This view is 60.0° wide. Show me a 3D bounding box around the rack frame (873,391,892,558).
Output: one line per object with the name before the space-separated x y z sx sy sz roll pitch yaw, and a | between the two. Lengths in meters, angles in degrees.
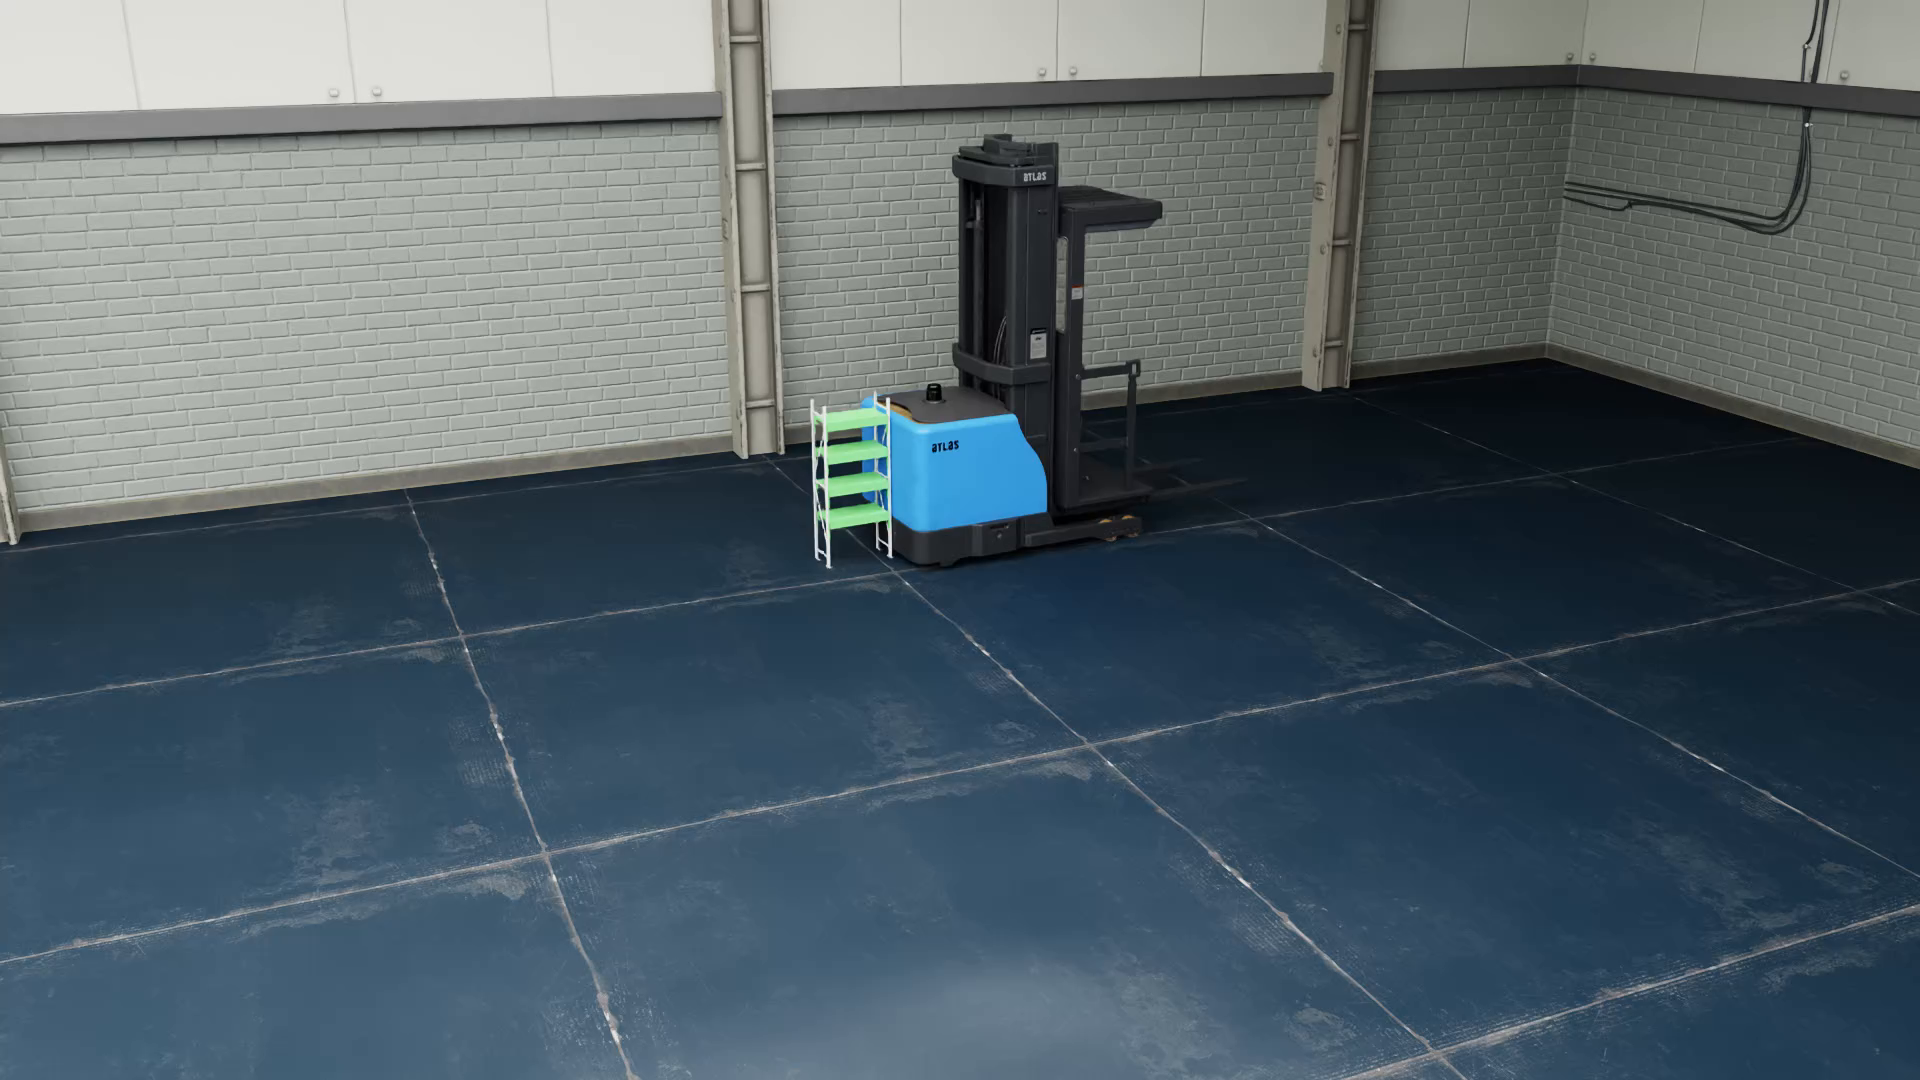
rack frame | -0.560 -0.468 12.045 0.015 1.200 0.240 -10 22 -26

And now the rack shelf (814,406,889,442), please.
rack shelf | -0.777 -0.823 11.801 0.480 0.148 0.258 -10 22 -26

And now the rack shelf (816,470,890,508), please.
rack shelf | -0.777 -0.371 11.960 0.480 0.148 0.258 -10 22 -26

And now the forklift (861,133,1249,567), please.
forklift | 0.803 -1.516 12.413 3.031 2.935 1.130 -10 22 -26

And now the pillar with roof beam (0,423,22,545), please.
pillar with roof beam | -5.588 -2.925 7.280 0.400 9.000 9.100 -8 21 -22

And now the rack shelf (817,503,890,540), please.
rack shelf | -0.777 -0.144 12.040 0.480 0.148 0.258 -10 22 -26

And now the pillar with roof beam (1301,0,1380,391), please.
pillar with roof beam | 5.431 -4.504 11.764 0.400 9.000 9.100 -8 21 -22

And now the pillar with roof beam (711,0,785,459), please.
pillar with roof beam | -0.078 -3.715 9.522 0.400 9.000 9.100 -8 21 -22

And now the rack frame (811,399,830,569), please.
rack frame | -0.993 -0.393 11.833 0.015 1.200 0.240 -10 22 -26

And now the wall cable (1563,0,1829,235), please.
wall cable | 6.955 -4.336 15.964 0.112 2.526 3.097 -8 21 -22

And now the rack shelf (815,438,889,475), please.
rack shelf | -0.777 -0.597 11.881 0.480 0.148 0.258 -10 22 -26

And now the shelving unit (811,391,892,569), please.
shelving unit | -0.777 -0.431 11.939 0.503 1.200 0.258 -10 22 -26
